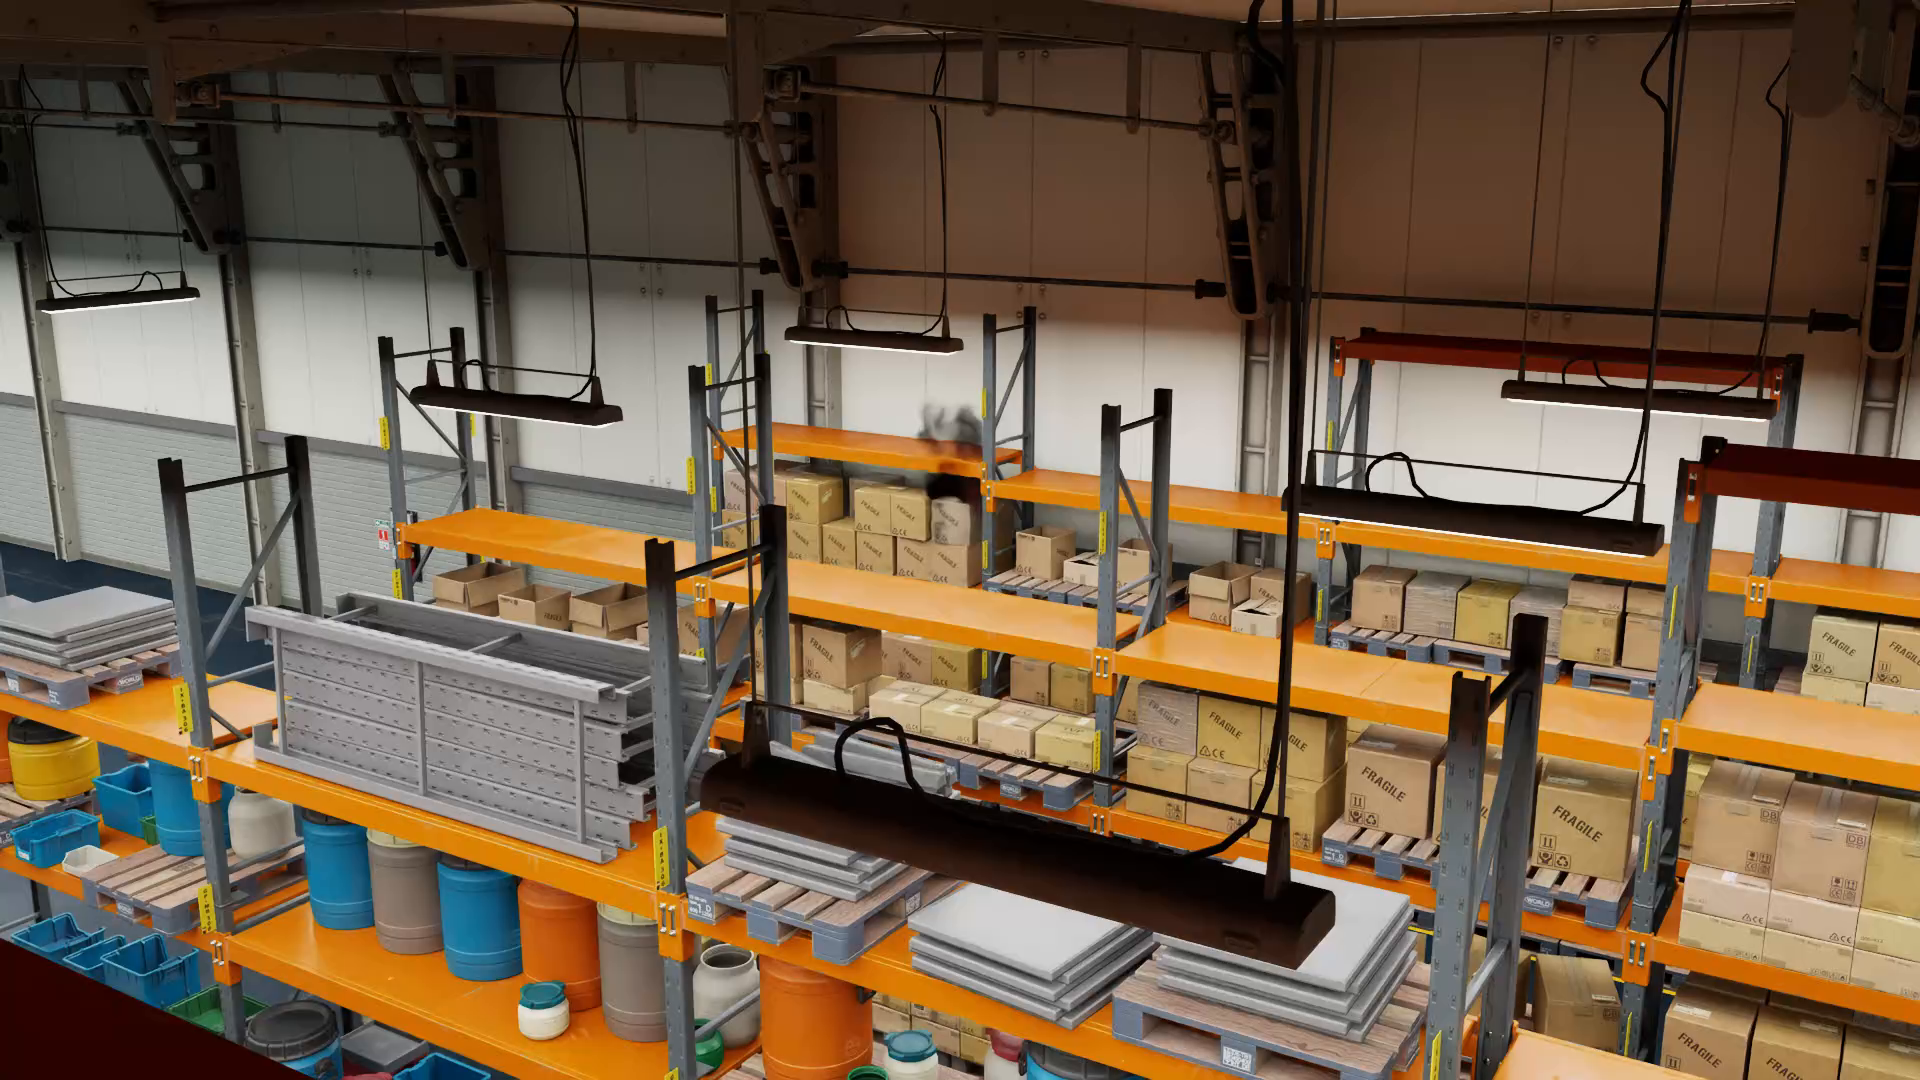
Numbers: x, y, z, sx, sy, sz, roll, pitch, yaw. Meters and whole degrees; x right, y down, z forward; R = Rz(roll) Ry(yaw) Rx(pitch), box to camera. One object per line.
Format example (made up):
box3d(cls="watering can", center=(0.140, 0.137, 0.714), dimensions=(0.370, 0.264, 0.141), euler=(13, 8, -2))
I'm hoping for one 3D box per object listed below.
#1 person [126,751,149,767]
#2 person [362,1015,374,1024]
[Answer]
box3d(cls="person", center=(-8.559, 2.927, 17.734), dimensions=(0.986, 1.782, 0.711), euler=(-7, 16, -27))
box3d(cls="person", center=(-5.075, 3.767, 14.287), dimensions=(0.705, 1.792, 0.640), euler=(4, 14, 17))
